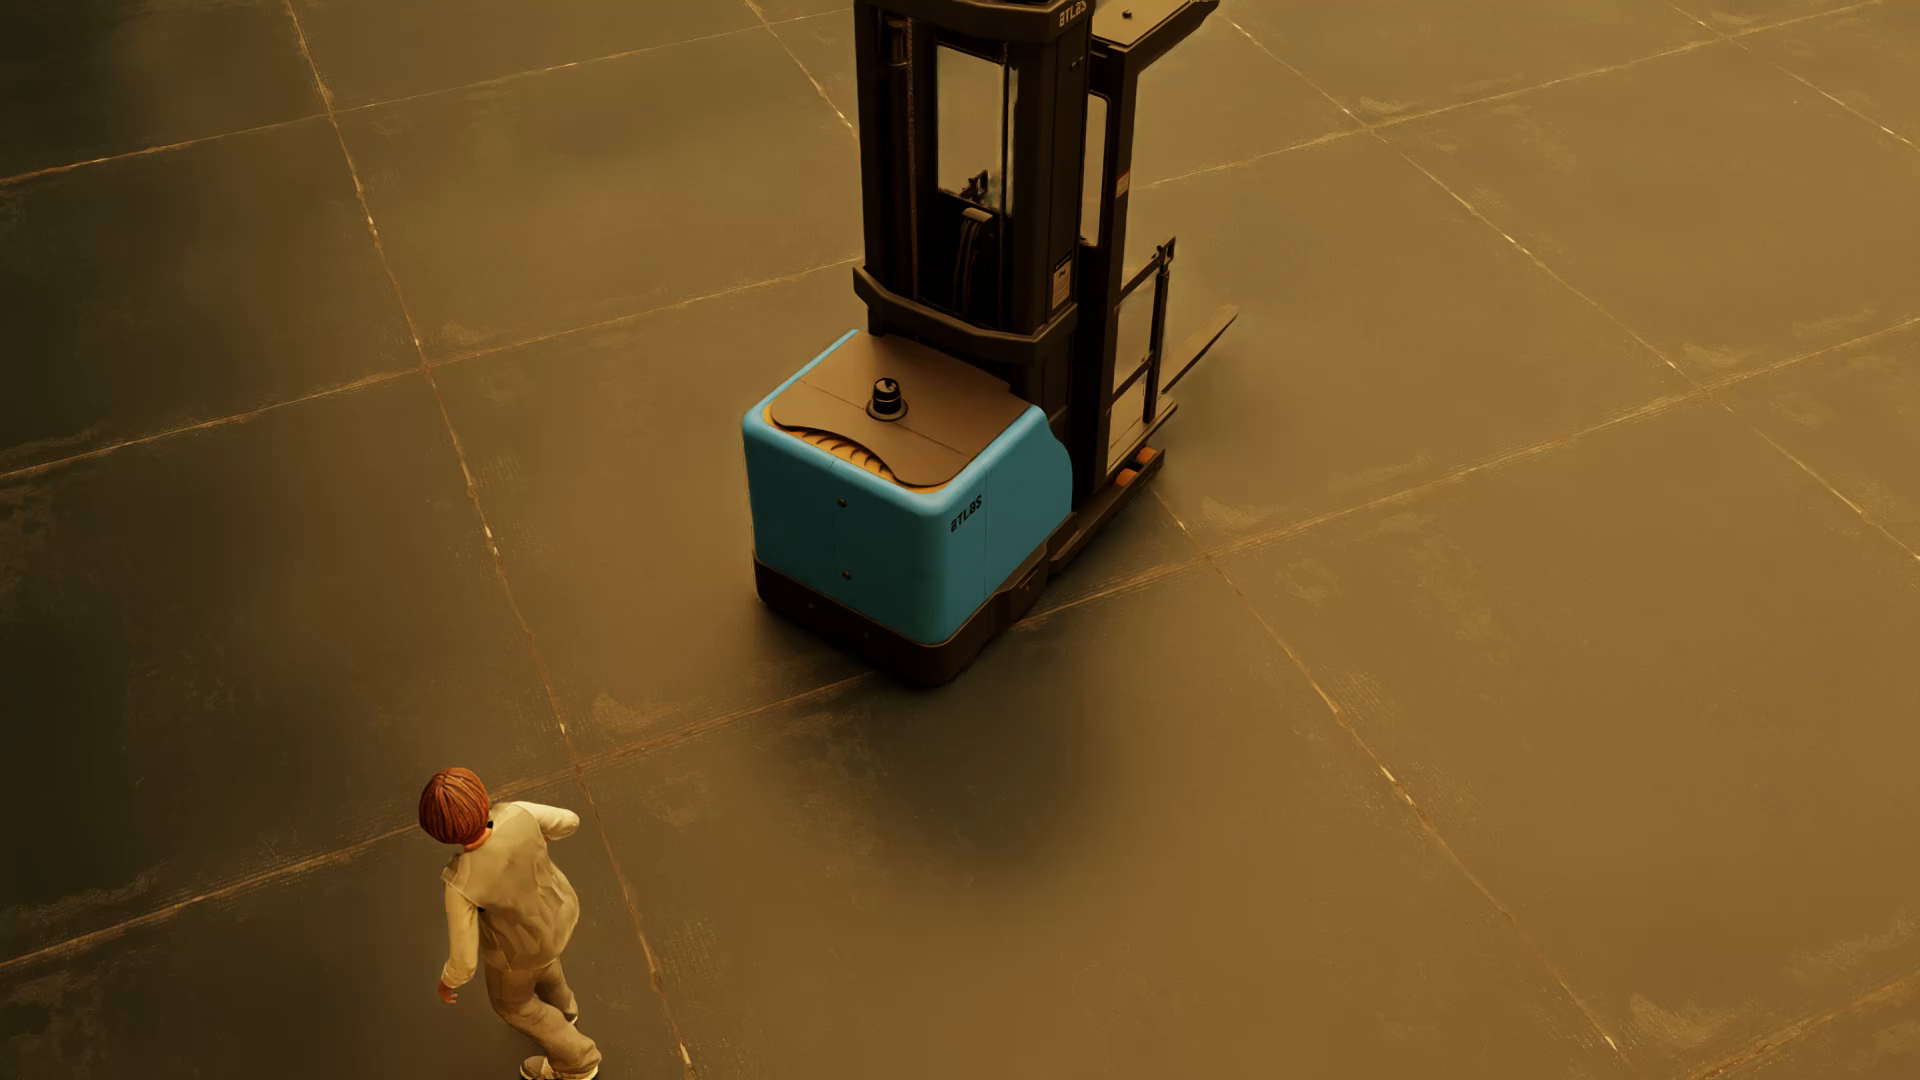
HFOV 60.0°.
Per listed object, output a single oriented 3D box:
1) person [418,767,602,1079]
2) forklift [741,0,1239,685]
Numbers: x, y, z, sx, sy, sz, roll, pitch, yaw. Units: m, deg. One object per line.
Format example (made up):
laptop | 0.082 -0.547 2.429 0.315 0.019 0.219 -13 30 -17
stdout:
person | -1.463 1.264 5.333 0.446 1.571 0.611 12 44 12
forklift | 0.341 -1.424 7.206 1.130 2.935 3.031 25 49 25
